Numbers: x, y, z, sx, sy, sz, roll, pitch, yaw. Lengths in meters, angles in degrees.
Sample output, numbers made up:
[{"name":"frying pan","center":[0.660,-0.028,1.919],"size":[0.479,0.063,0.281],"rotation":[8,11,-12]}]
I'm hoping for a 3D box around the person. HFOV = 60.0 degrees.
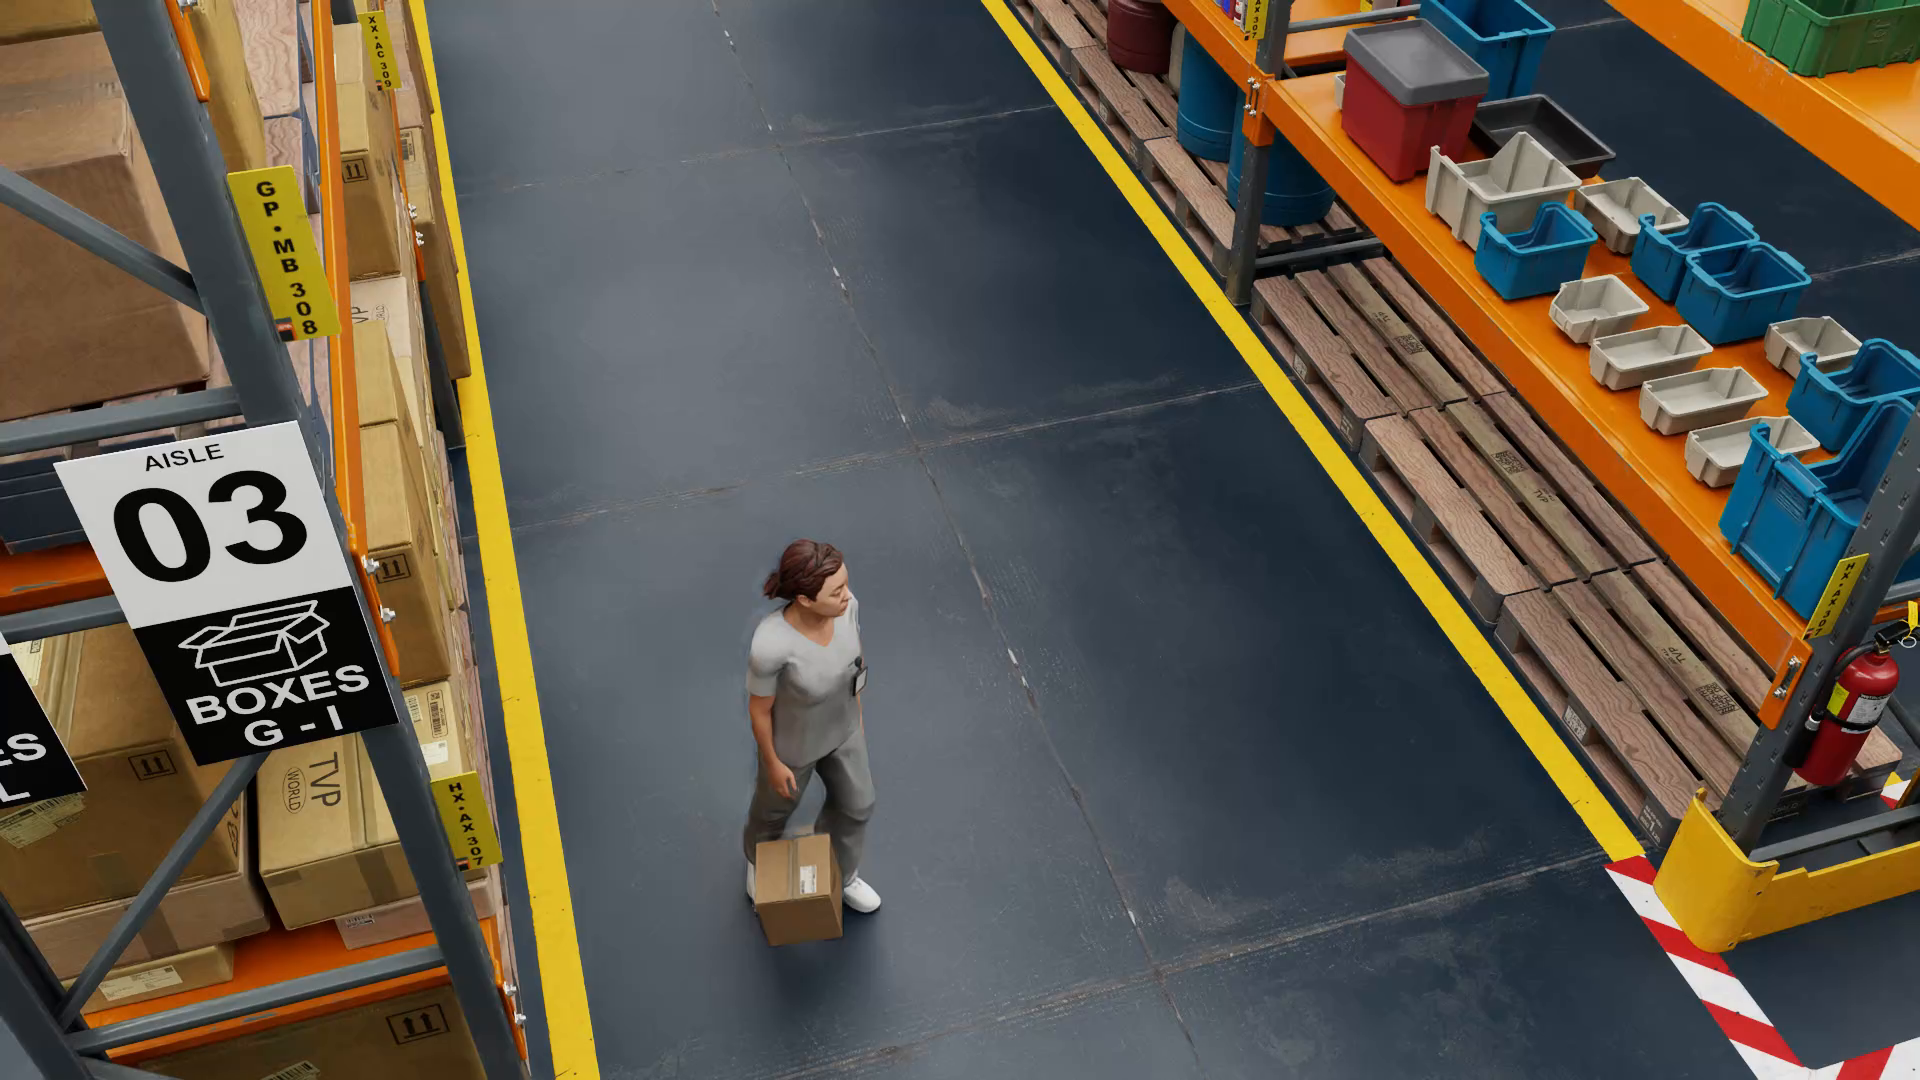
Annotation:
[{"name":"person","center":[-0.517,0.616,5.493],"size":[0.552,1.657,0.498],"rotation":[33,52,31]}]
